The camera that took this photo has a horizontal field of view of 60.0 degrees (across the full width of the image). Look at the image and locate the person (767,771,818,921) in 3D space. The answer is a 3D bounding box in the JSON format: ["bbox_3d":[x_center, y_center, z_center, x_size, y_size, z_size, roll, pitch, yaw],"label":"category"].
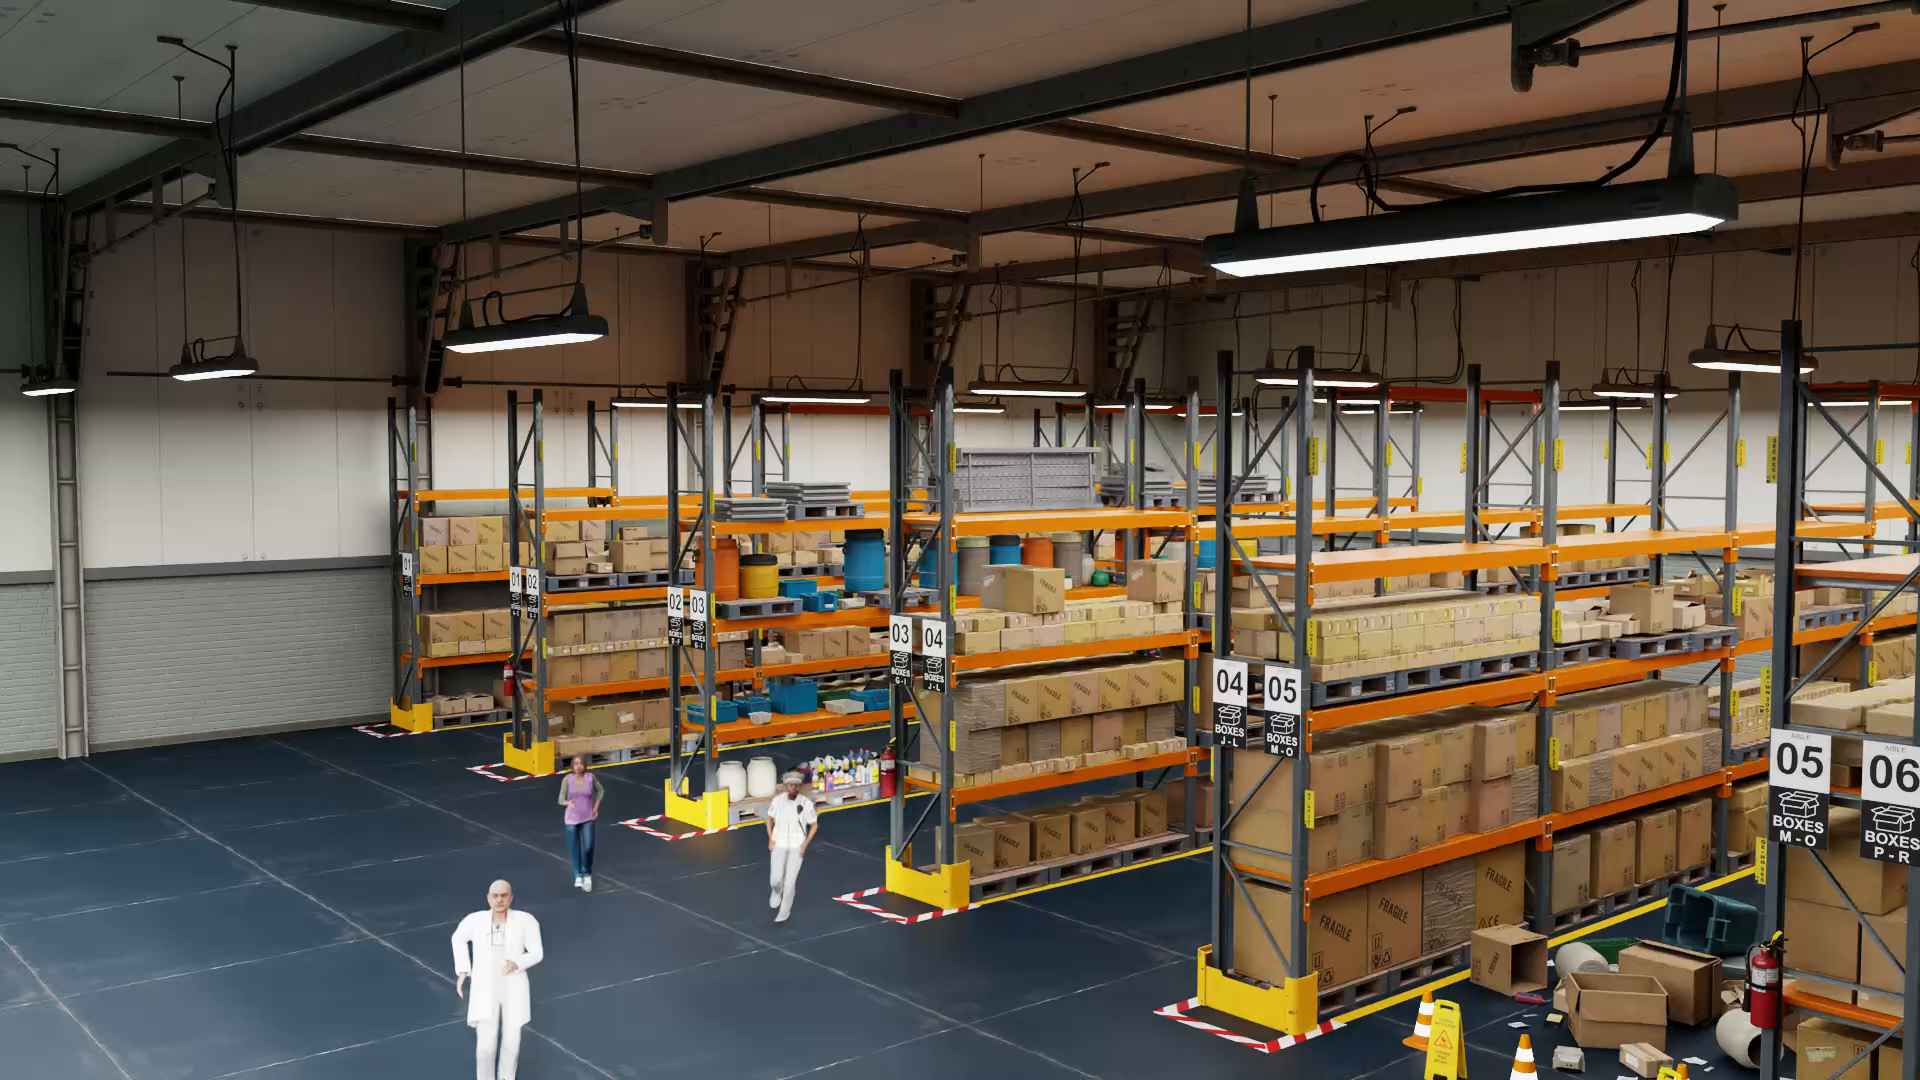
[{"bbox_3d":[-1.824,3.307,18.037,0.571,1.636,0.527,0,3,0],"label":"person"}]

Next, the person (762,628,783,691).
[{"bbox_3d":[-3.487,2.482,31.019,0.611,1.681,0.940,3,5,45],"label":"person"}]

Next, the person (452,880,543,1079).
[{"bbox_3d":[-3.570,3.529,12.869,0.675,1.790,0.762,-1,3,-17],"label":"person"}]

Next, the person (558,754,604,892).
[{"bbox_3d":[-4.349,3.254,19.090,0.516,1.594,0.614,-1,3,-11],"label":"person"}]
